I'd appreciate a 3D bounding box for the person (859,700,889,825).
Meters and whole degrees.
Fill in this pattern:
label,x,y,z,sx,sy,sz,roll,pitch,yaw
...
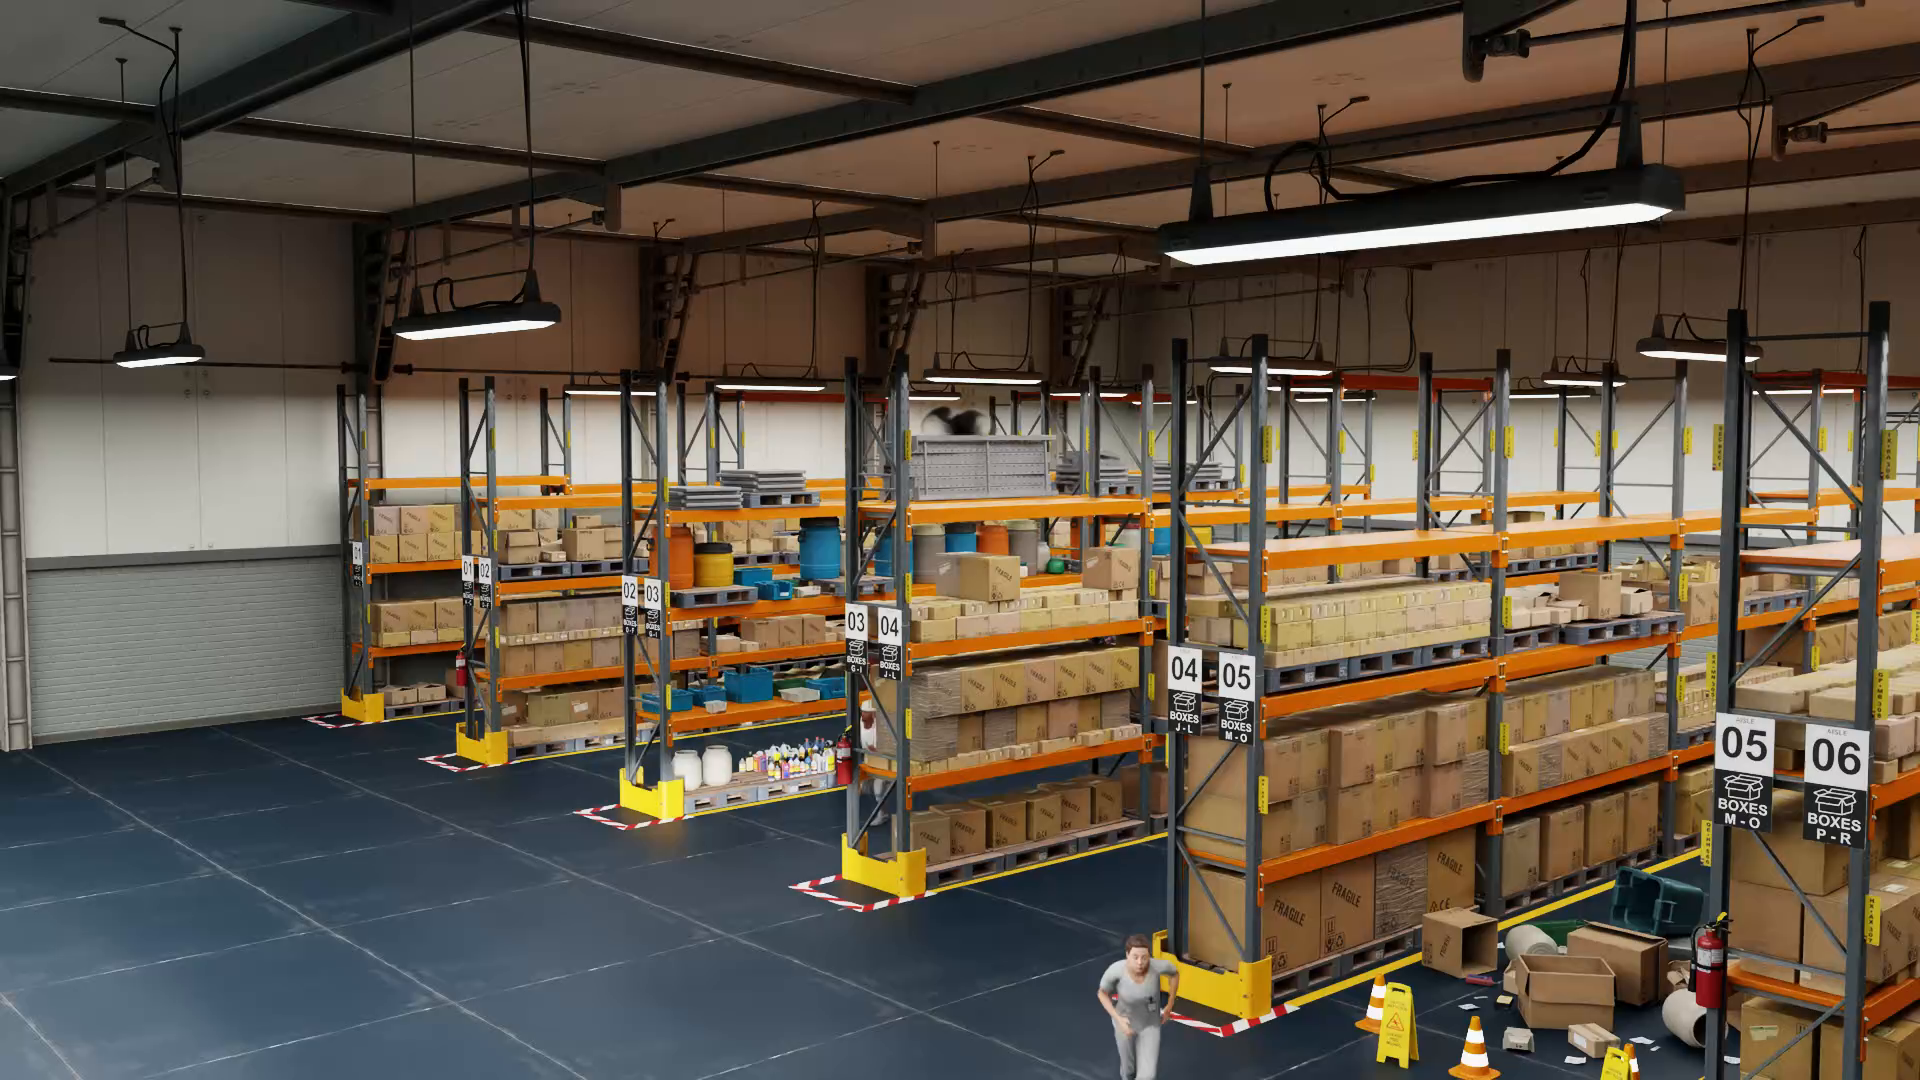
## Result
label,x,y,z,sx,sy,sz,roll,pitch,yaw
person,-1.140,2.906,21.698,0.685,1.679,0.715,2,4,32

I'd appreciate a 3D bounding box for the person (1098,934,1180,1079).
label,x,y,z,sx,sy,sz,roll,pitch,yaw
person,1.296,3.585,12.180,0.601,1.625,1.003,0,4,0
